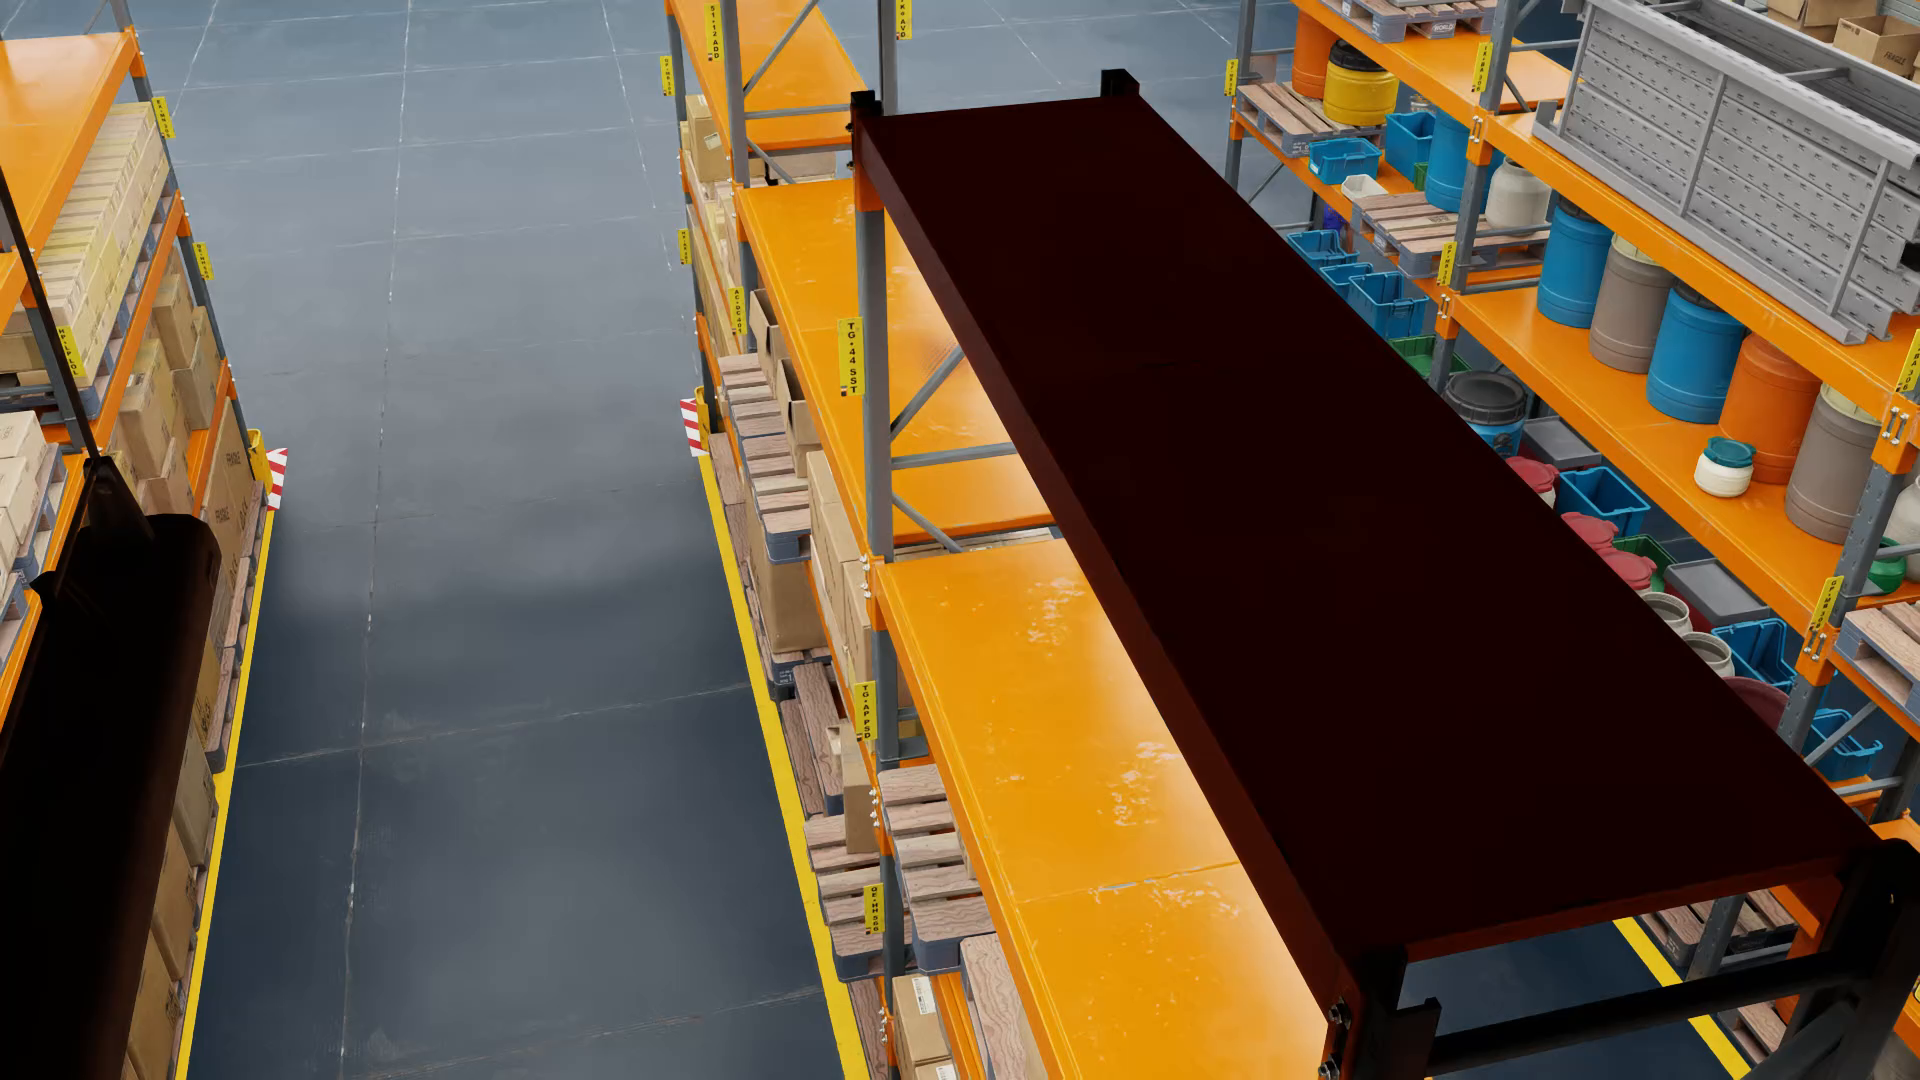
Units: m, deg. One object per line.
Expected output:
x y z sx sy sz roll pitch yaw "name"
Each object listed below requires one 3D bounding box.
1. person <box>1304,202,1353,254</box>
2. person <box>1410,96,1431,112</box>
3.767 -2.933 16.978 0.506 1.671 0.634 -10 36 -15 "person"
5.031 -4.157 18.688 0.436 1.701 0.538 -18 38 -24 "person"
